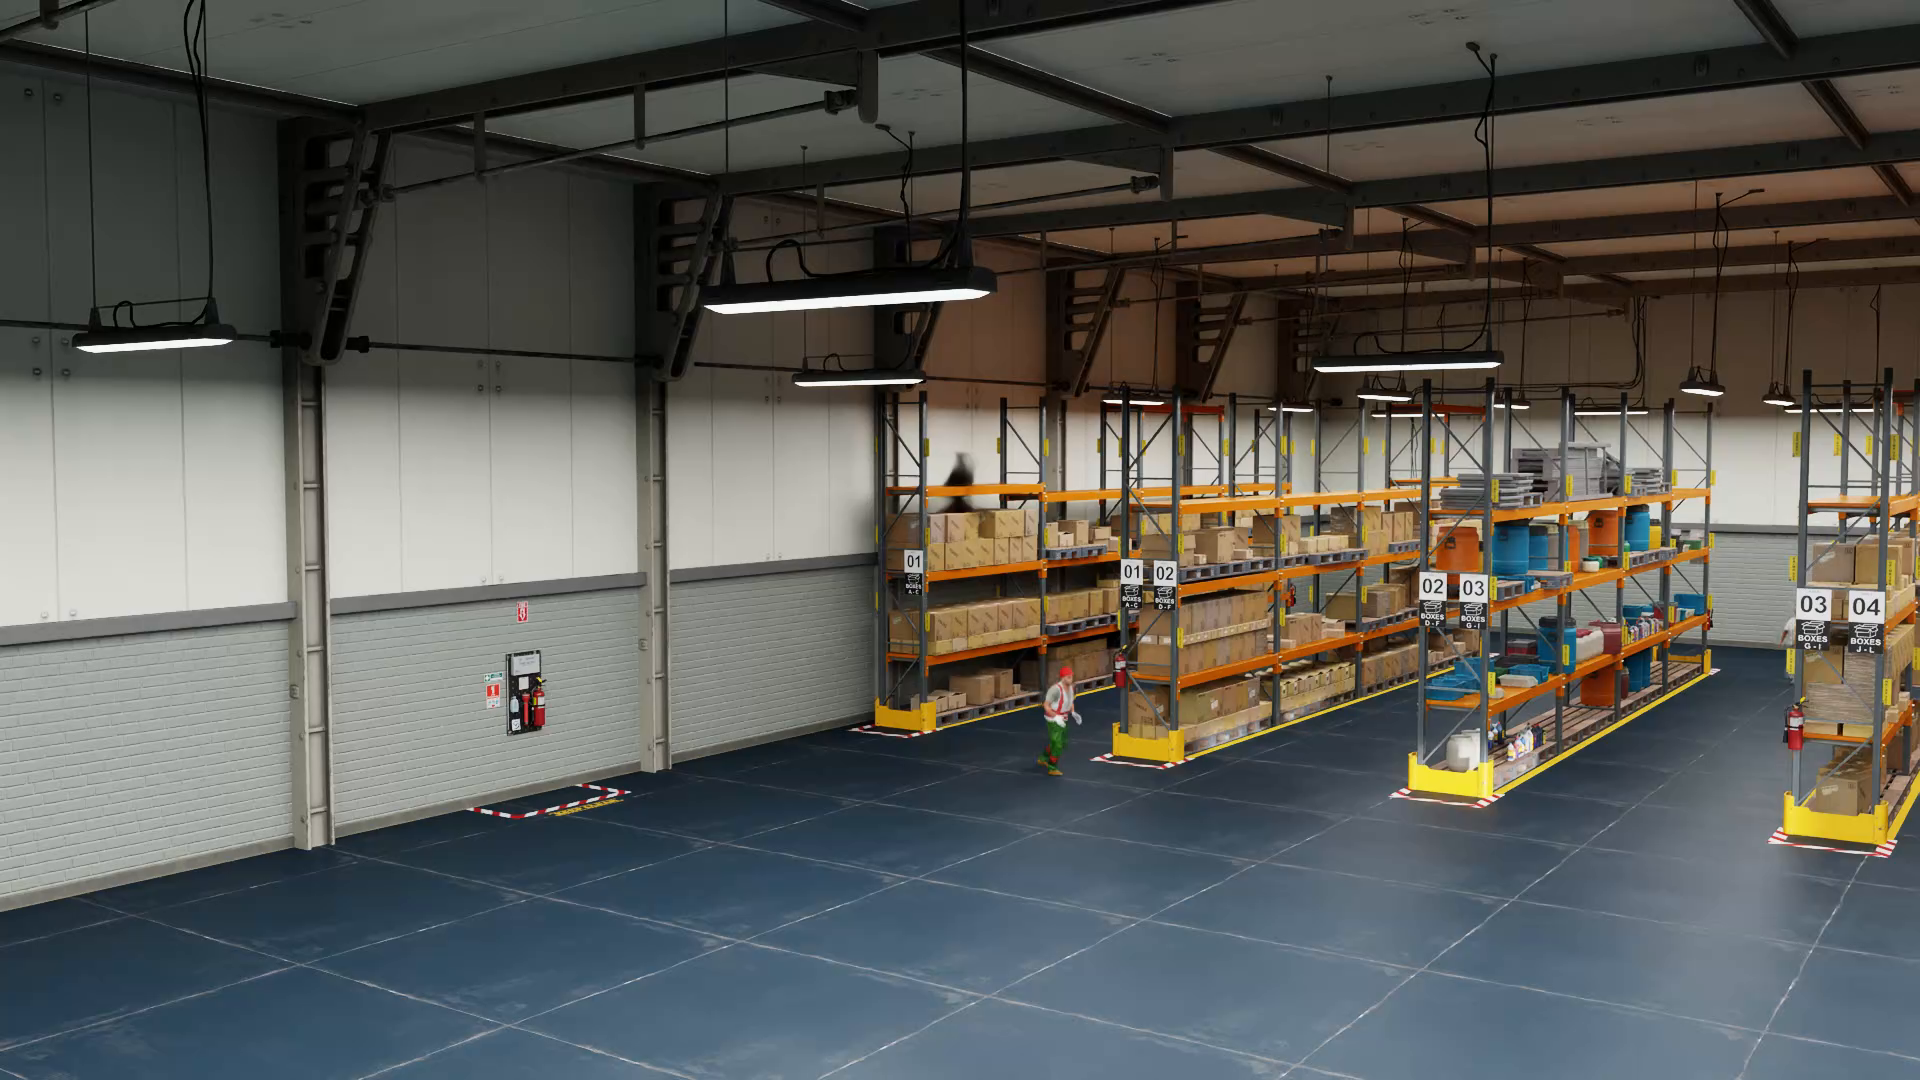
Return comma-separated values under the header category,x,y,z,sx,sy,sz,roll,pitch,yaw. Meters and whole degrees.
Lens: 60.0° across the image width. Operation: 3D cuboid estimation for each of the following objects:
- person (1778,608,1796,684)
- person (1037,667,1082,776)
category,x,y,z,sx,sy,sz,roll,pitch,yaw
person,17.824,2.220,35.419,0.960,1.601,0.581,-2,4,-38
person,1.442,2.749,25.376,0.850,1.693,0.637,3,4,41
